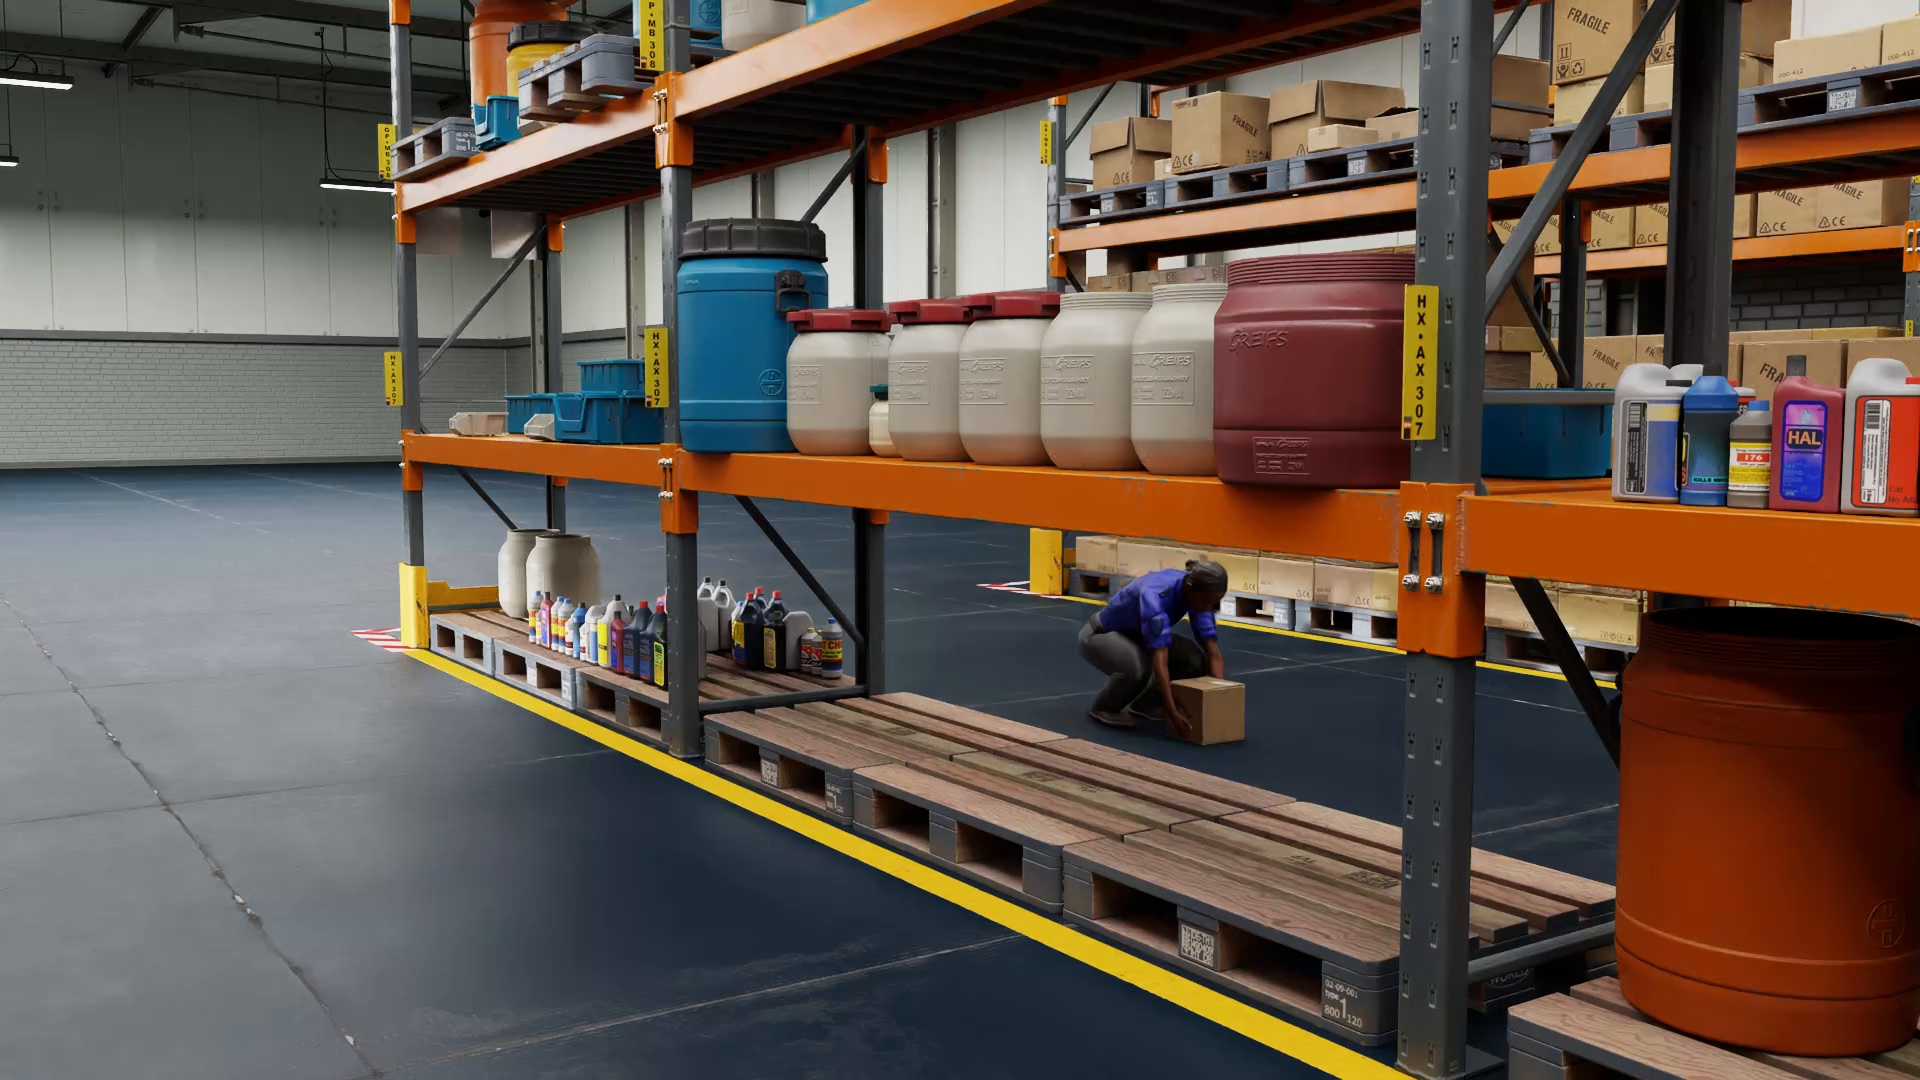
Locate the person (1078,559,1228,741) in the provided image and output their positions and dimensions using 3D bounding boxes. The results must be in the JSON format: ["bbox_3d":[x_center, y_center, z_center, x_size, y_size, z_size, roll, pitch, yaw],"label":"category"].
[{"bbox_3d":[0.904,0.476,7.682,0.480,0.810,0.813,-3,6,-34],"label":"person"}]
